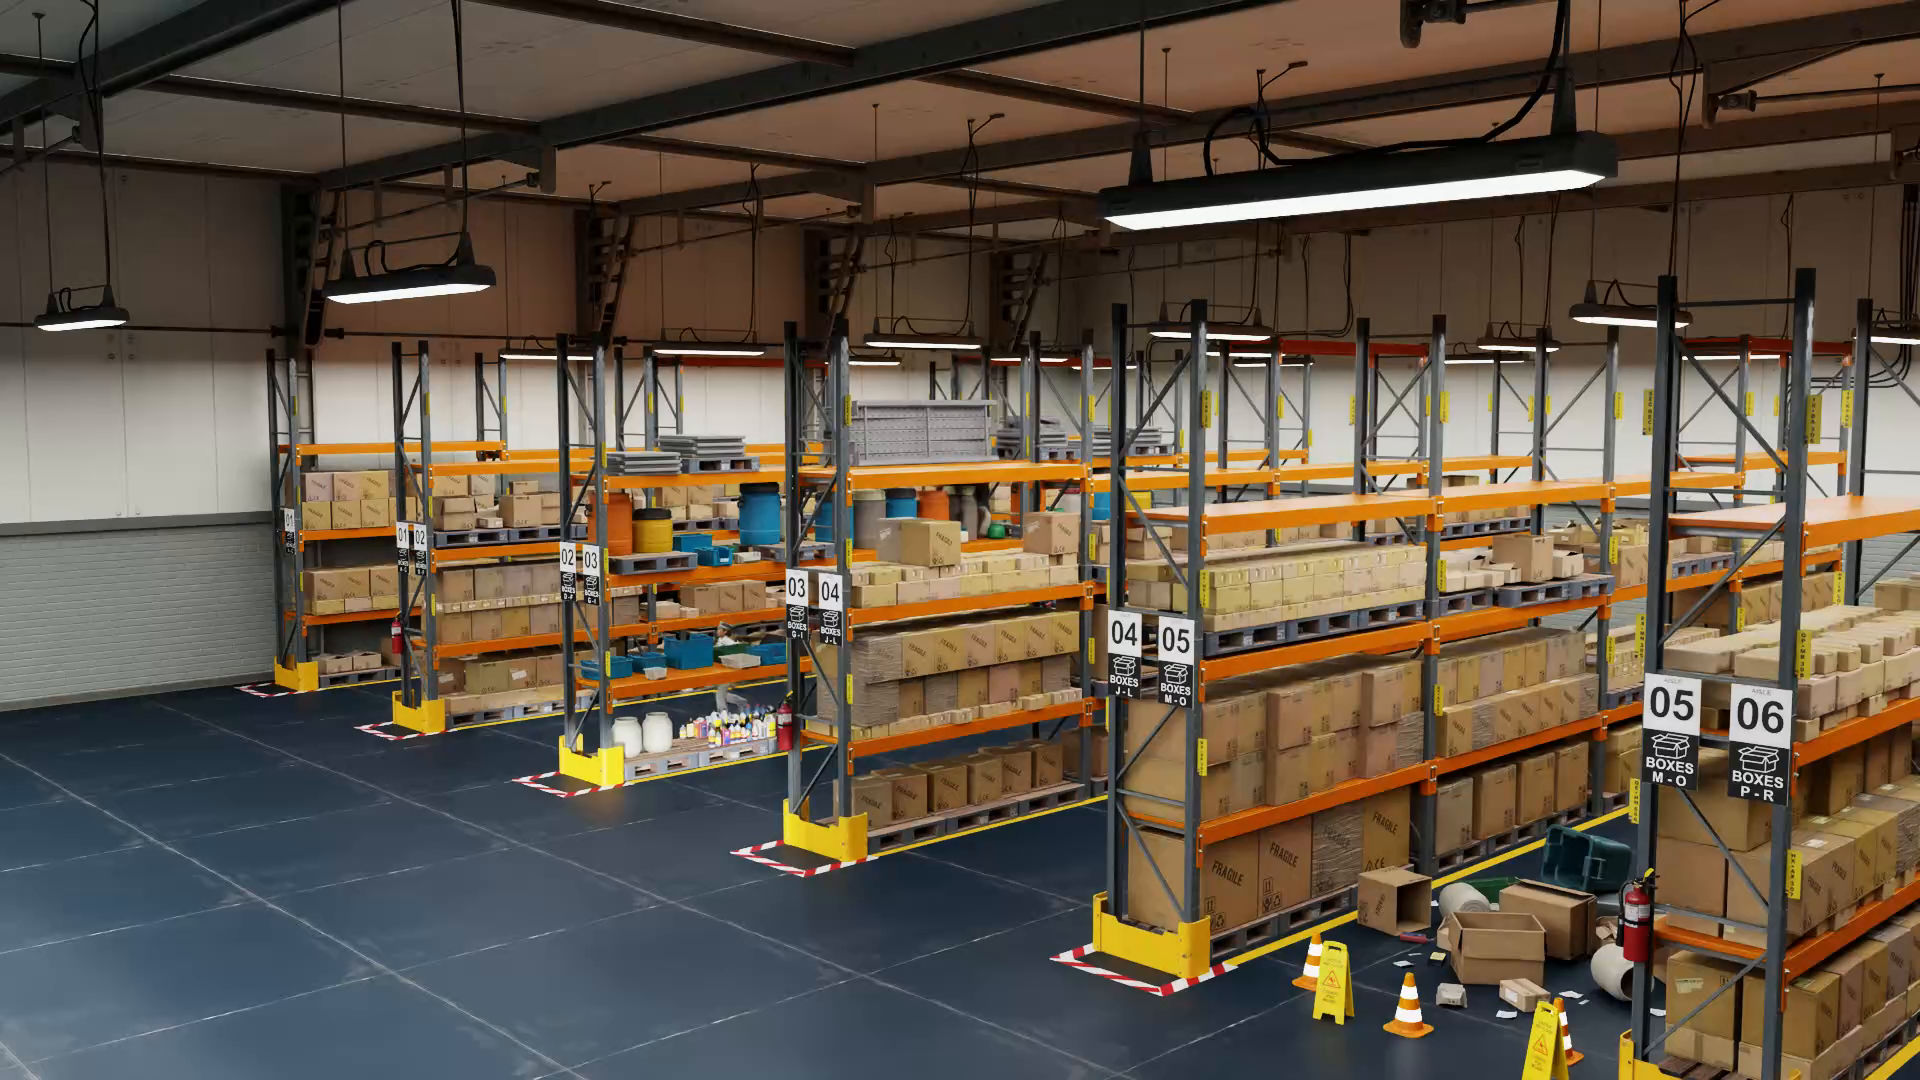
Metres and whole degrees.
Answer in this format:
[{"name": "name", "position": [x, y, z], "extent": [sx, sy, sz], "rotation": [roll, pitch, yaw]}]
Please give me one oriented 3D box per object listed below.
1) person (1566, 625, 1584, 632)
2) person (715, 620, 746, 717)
[{"name": "person", "position": [9.073, 2.163, 24.620], "extent": [0.897, 1.815, 0.668], "rotation": [-4, 6, -37]}, {"name": "person", "position": [-3.623, 2.086, 26.127], "extent": [0.706, 1.687, 0.590], "rotation": [-3, 6, -34]}]
